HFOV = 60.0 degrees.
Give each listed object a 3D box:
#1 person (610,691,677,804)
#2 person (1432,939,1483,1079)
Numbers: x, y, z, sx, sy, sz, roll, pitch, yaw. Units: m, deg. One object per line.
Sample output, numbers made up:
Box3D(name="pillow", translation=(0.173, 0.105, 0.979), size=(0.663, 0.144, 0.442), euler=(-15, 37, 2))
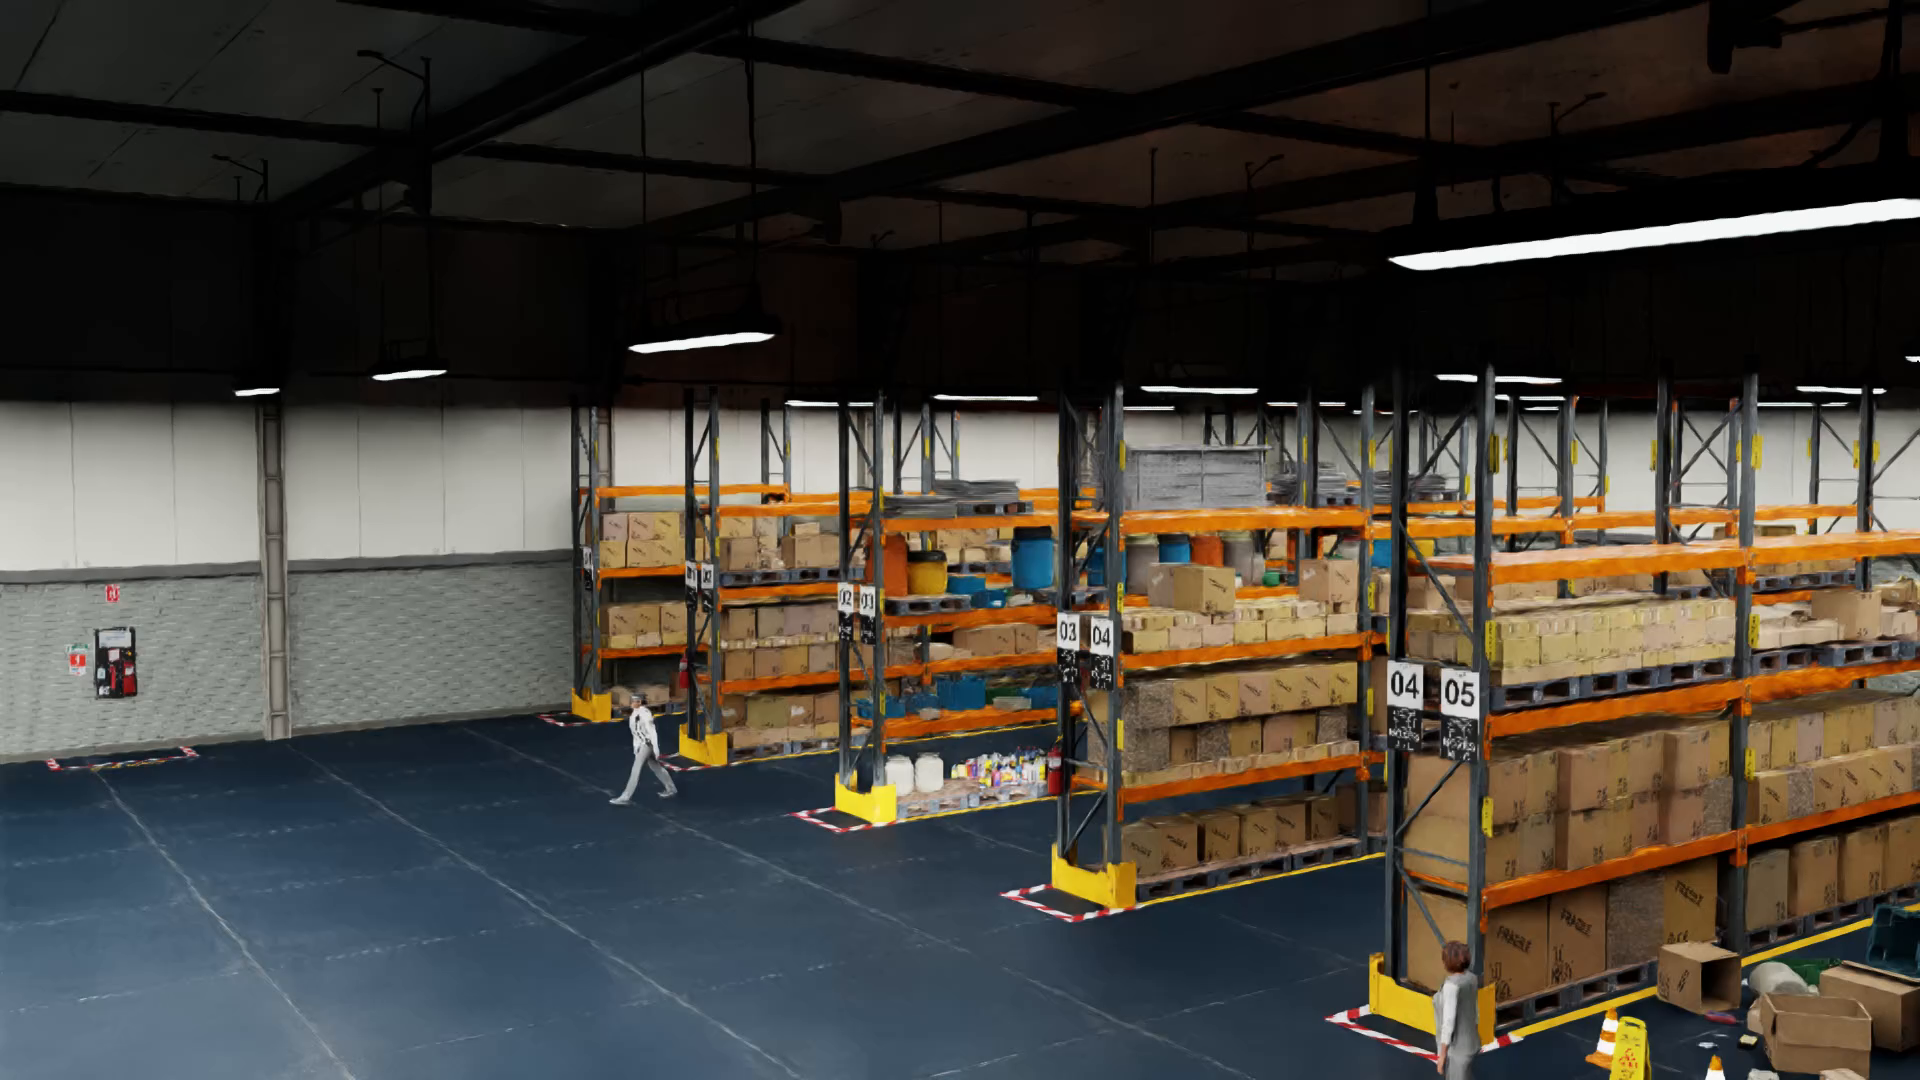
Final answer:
Box3D(name="person", translation=(-4.532, 2.922, 23.706), size=(1.086, 1.586, 0.495), euler=(-2, 4, -32))
Box3D(name="person", translation=(3.552, 3.669, 11.898), size=(0.571, 1.542, 0.538), euler=(3, 4, 37))
